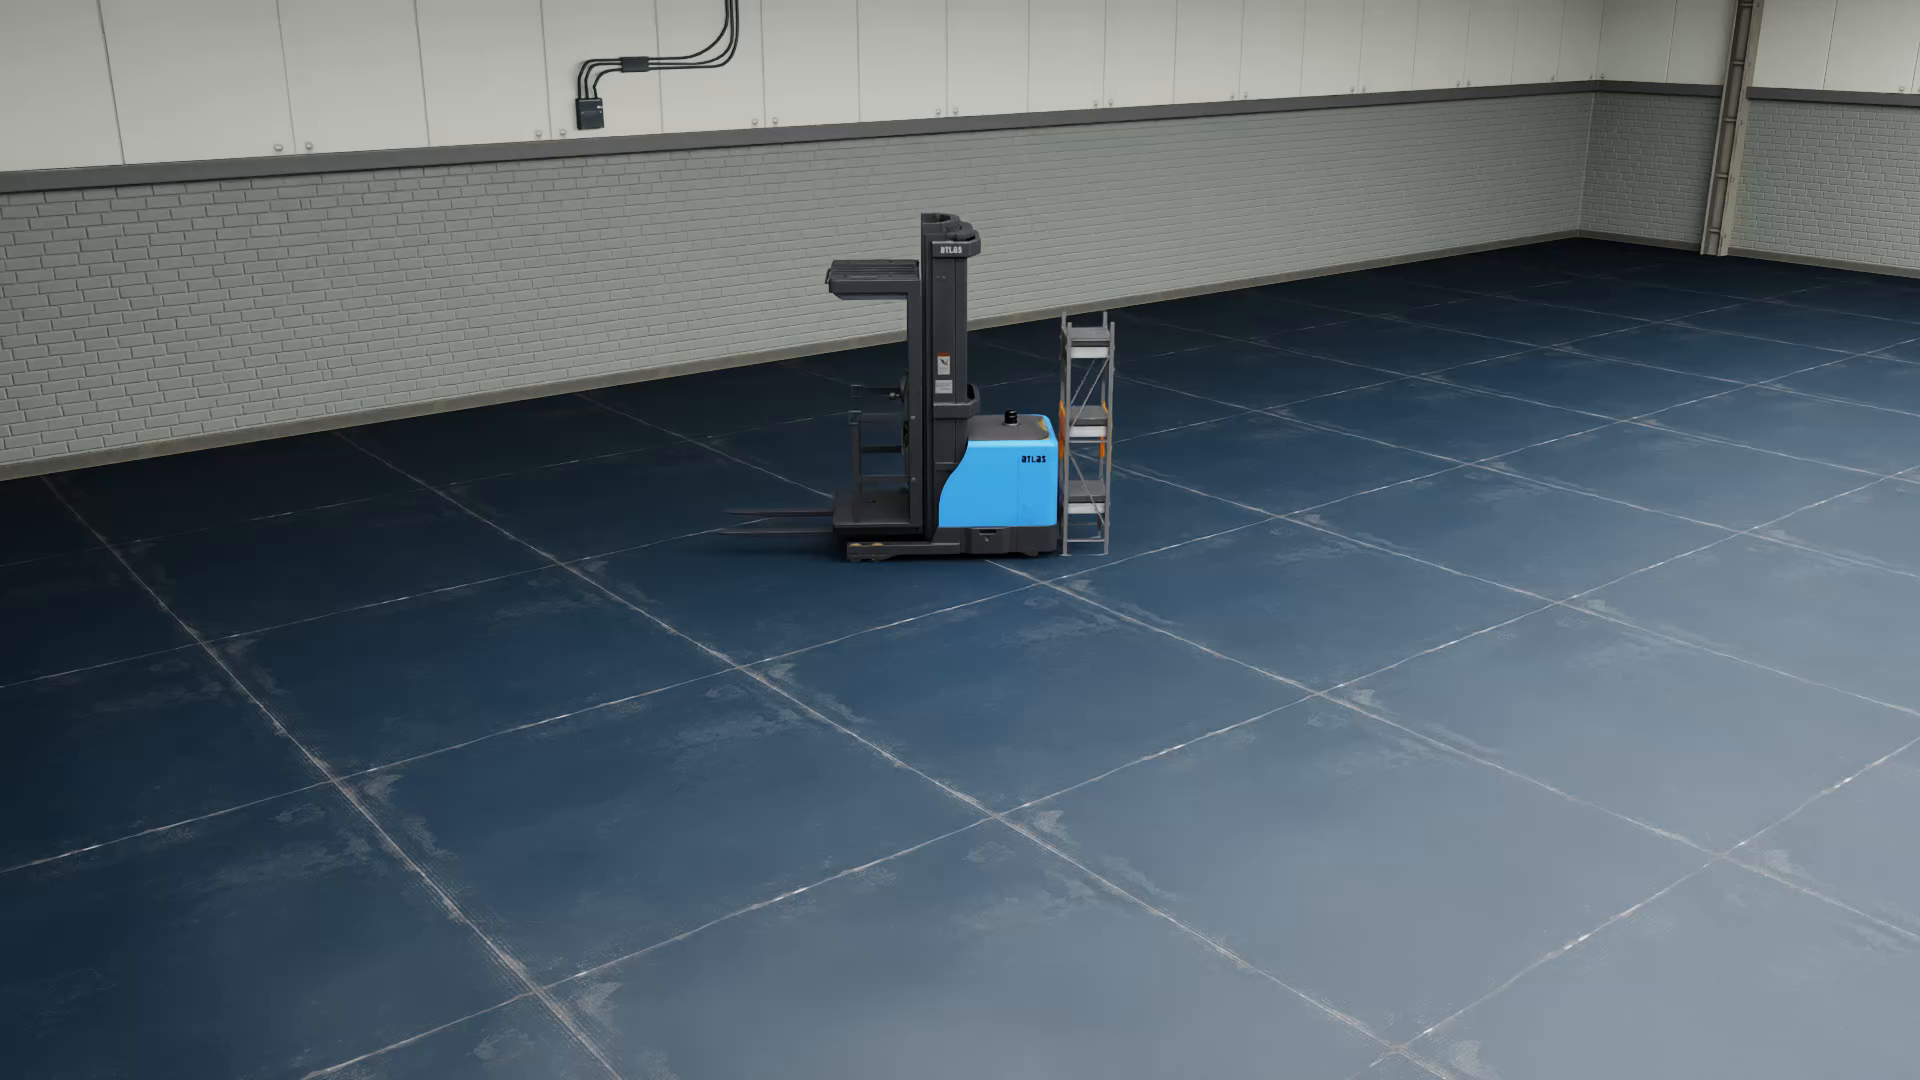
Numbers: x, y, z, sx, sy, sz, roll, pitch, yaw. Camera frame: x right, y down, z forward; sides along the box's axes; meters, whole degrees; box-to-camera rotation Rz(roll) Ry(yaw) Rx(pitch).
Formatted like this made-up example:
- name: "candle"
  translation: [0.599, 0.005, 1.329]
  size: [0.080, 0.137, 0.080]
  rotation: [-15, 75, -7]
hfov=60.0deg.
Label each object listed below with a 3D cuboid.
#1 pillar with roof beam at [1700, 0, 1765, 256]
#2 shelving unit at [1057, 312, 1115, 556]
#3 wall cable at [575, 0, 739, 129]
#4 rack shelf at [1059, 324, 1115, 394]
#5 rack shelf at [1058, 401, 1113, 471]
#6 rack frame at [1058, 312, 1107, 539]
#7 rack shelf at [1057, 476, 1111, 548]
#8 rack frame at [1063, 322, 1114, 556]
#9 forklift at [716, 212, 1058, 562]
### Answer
- name: "pillar with roof beam"
  translation: [10.992, -8.875, 27.738]
  size: [9.100, 9.000, 0.400]
  rotation: [-14, 23, -36]
- name: "shelving unit"
  translation: [1.106, -0.934, 14.730]
  size: [0.431, 2.100, 0.503]
  rotation: [-1, 18, -2]
- name: "wall cable"
  translation: [-3.666, -8.015, 19.730]
  size: [2.305, 6.003, 0.169]
  rotation: [-14, 23, -36]
- name: "rack shelf"
  translation: [1.106, -1.586, 14.514]
  size: [0.431, 0.518, 0.480]
  rotation: [-1, 18, -2]
- name: "rack shelf"
  translation: [1.106, -0.921, 14.735]
  size: [0.431, 0.518, 0.480]
  rotation: [-1, 18, -2]
- name: "rack frame"
  translation: [1.097, -1.011, 14.962]
  size: [0.400, 2.100, 0.015]
  rotation: [-1, 18, -2]
- name: "rack shelf"
  translation: [1.106, -0.257, 14.955]
  size: [0.431, 0.518, 0.480]
  rotation: [-1, 18, -2]
- name: "rack frame"
  translation: [1.116, -0.857, 14.499]
  size: [0.400, 2.100, 0.015]
  rotation: [-1, 18, -2]
- name: "forklift"
  translation: [-0.661, -1.366, 14.713]
  size: [3.031, 2.935, 1.130]
  rotation: [-1, 18, -2]
